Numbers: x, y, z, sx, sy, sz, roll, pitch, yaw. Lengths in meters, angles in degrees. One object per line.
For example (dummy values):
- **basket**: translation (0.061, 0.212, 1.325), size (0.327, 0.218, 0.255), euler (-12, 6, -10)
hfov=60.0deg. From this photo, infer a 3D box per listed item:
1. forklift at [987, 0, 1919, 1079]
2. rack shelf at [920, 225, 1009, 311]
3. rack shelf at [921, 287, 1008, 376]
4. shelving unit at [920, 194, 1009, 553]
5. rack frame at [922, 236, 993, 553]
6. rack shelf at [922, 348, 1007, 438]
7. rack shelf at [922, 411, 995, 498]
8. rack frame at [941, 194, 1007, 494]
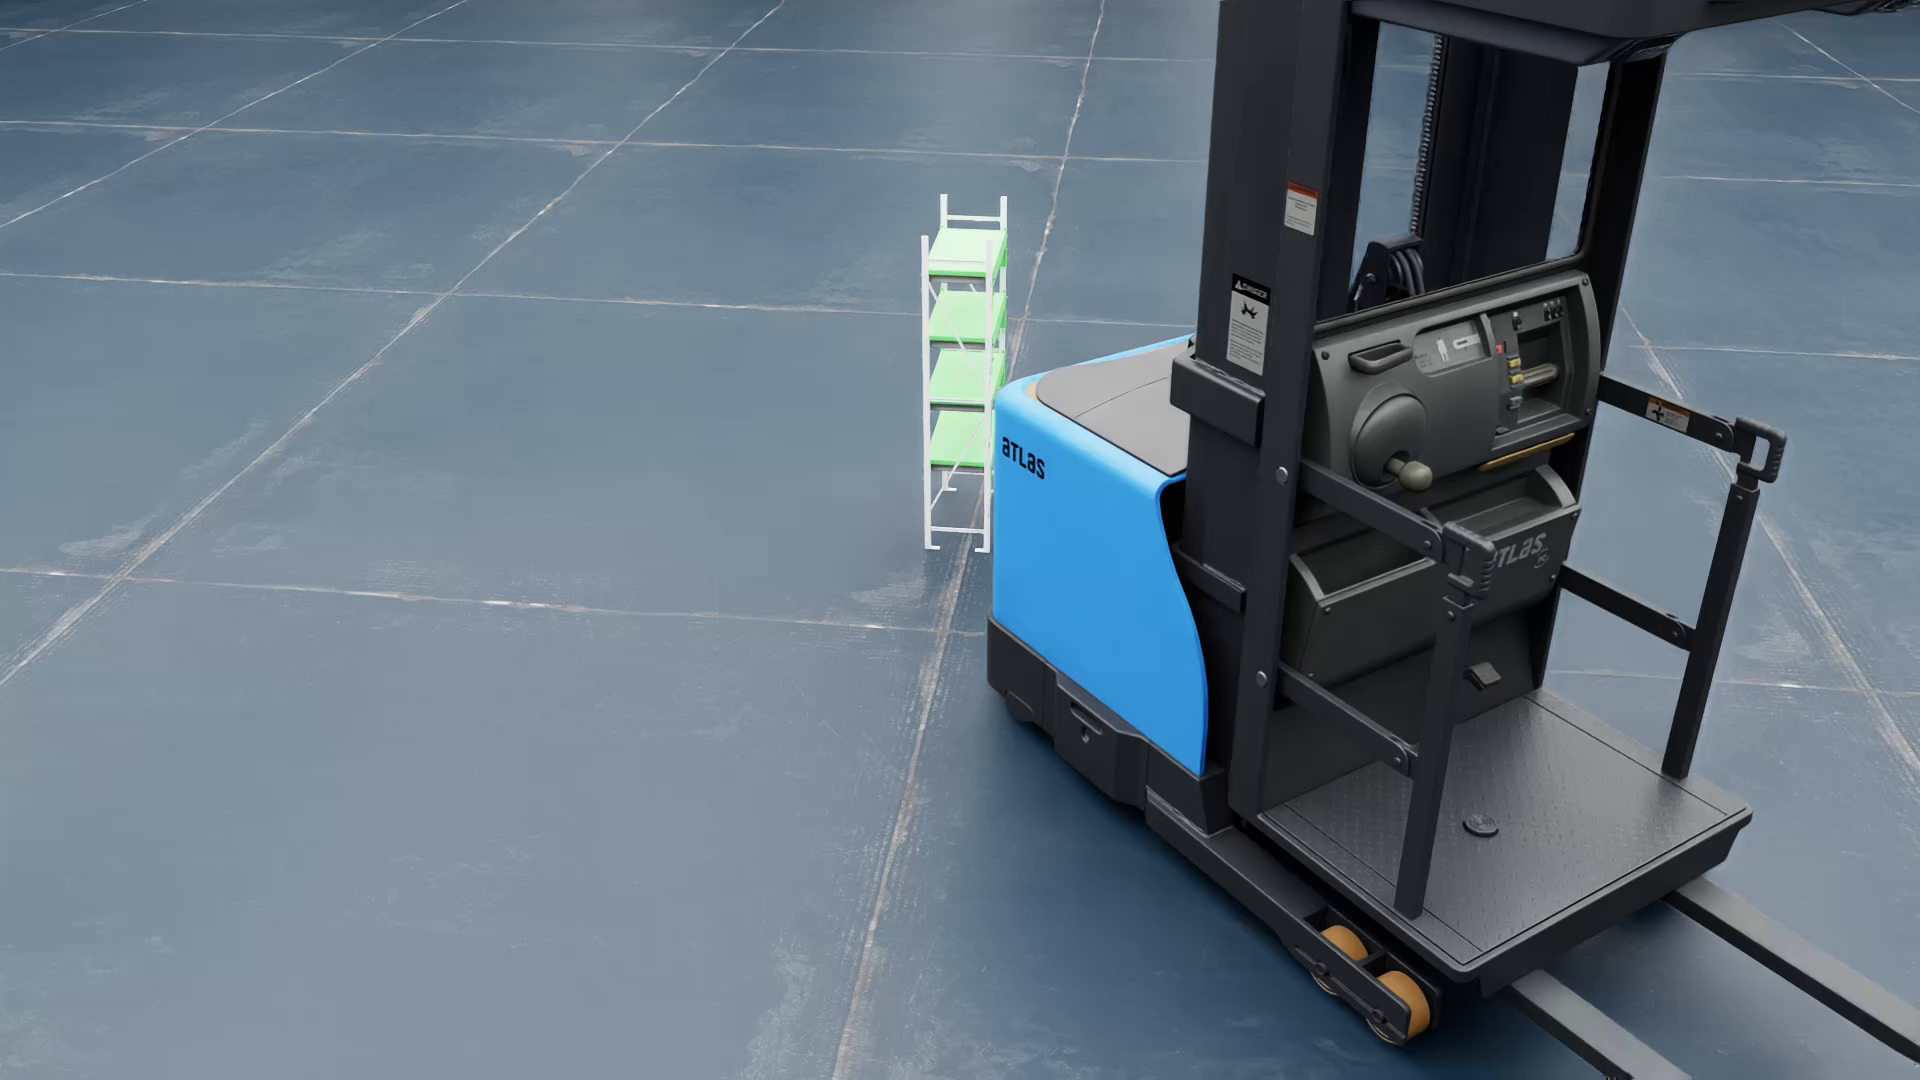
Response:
- **forklift**: translation (1.312, -0.339, 3.788), size (1.130, 2.935, 3.031), euler (-17, 33, -29)
- **rack shelf**: translation (0.020, -0.972, 5.913), size (0.258, 0.148, 0.480), euler (3, 28, 6)
- **rack shelf**: translation (0.020, -0.761, 6.027), size (0.258, 0.148, 0.480), euler (3, 28, 6)
- **shelving unit**: translation (0.020, -0.606, 6.110), size (0.258, 1.200, 0.503), euler (3, 28, 6)
- **rack frame**: translation (-0.010, -0.491, 5.897), size (0.240, 1.200, 0.015), euler (3, 28, 6)
- **rack shelf**: translation (0.020, -0.550, 6.140), size (0.258, 0.148, 0.480), euler (3, 28, 6)
- **rack shelf**: translation (0.020, -0.339, 6.254), size (0.258, 0.148, 0.480), euler (3, 28, 6)
- **rack frame**: translation (0.050, -0.721, 6.323), size (0.240, 1.200, 0.015), euler (3, 28, 6)
